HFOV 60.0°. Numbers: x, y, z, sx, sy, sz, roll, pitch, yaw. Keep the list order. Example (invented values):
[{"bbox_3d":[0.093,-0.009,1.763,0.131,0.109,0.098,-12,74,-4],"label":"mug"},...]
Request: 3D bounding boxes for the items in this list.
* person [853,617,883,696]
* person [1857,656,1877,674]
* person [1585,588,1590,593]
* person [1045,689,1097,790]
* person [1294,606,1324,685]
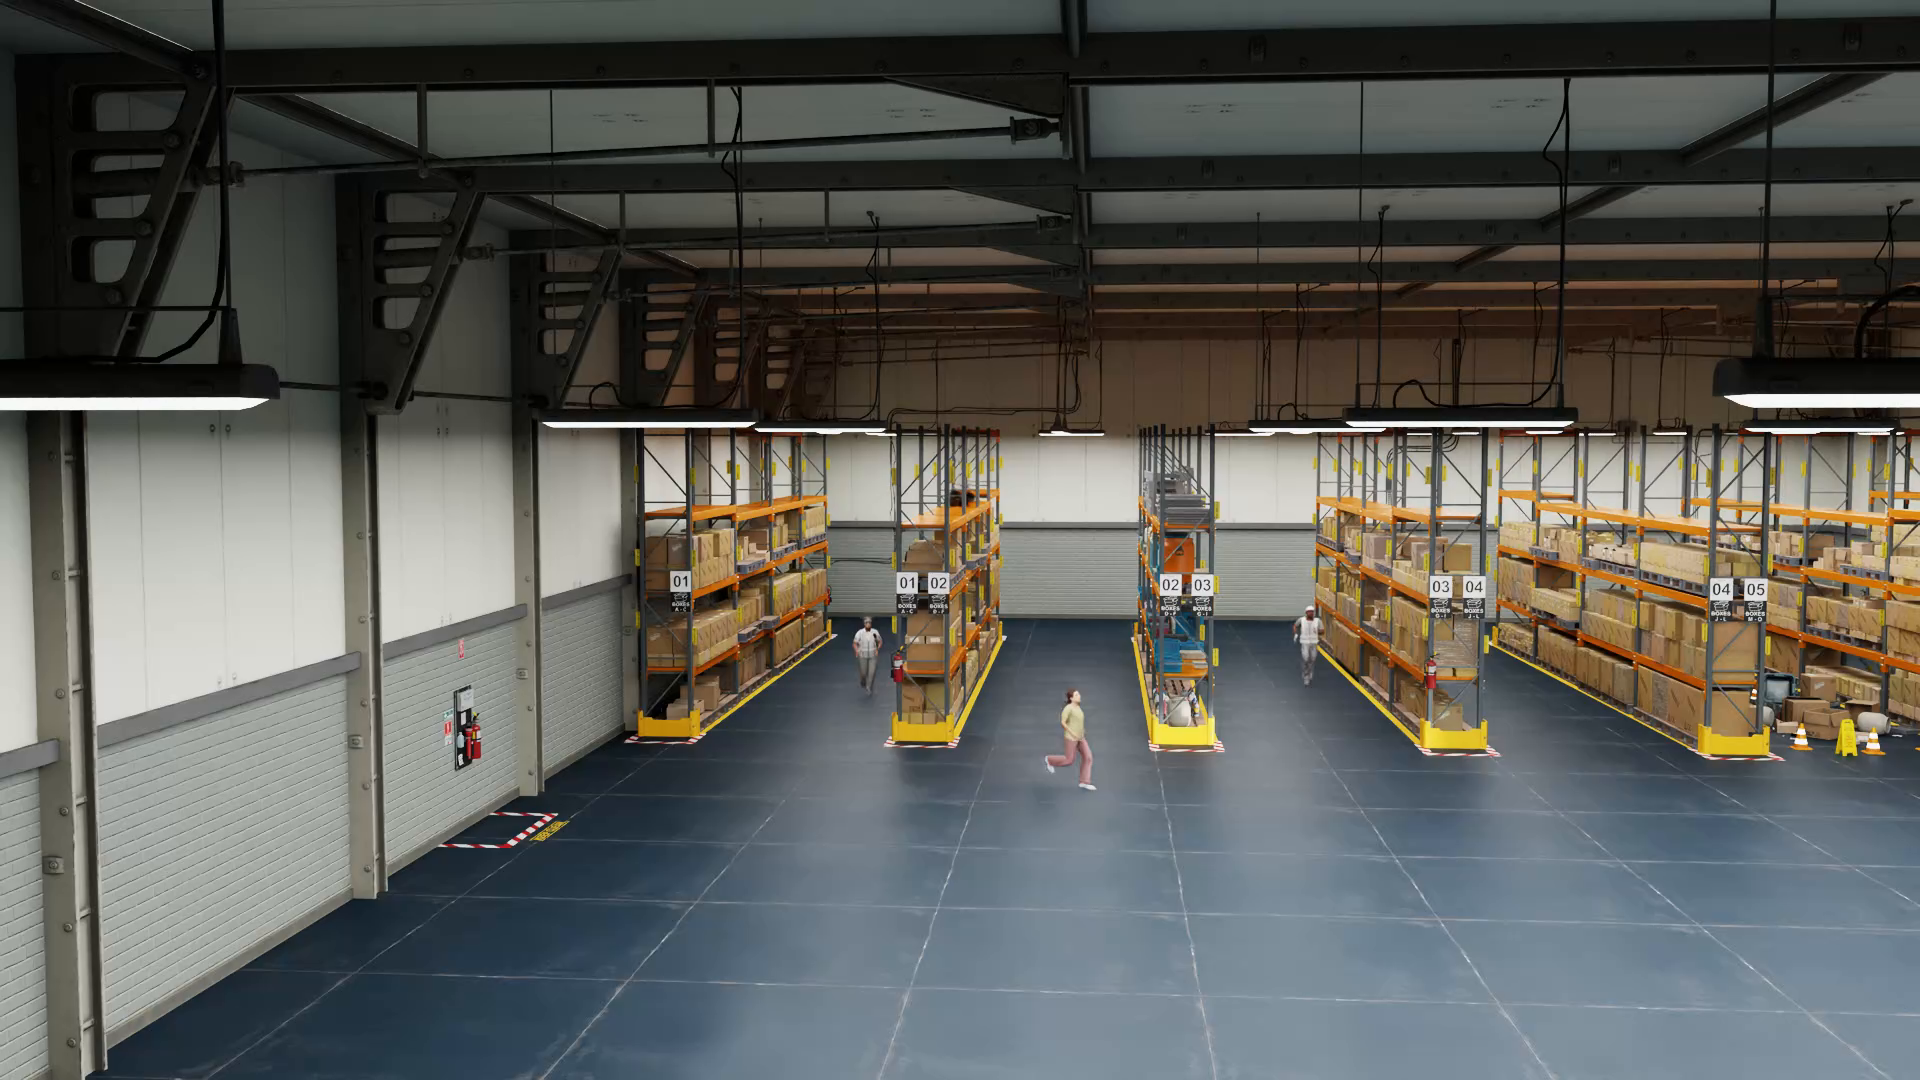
[{"bbox_3d":[-2.040,2.562,36.906,0.668,1.745,0.646,0,4,-7],"label":"person"},{"bbox_3d":[21.772,2.436,39.811,0.704,1.721,0.555,0,3,2],"label":"person"},{"bbox_3d":[17.091,2.141,45.283,0.604,1.639,0.569,0,3,-4],"label":"person"},{"bbox_3d":[1.837,3.269,27.345,0.925,1.631,0.569,3,4,37],"label":"person"},{"bbox_3d":[8.179,2.456,38.957,0.670,1.846,0.804,0,3,1],"label":"person"}]
